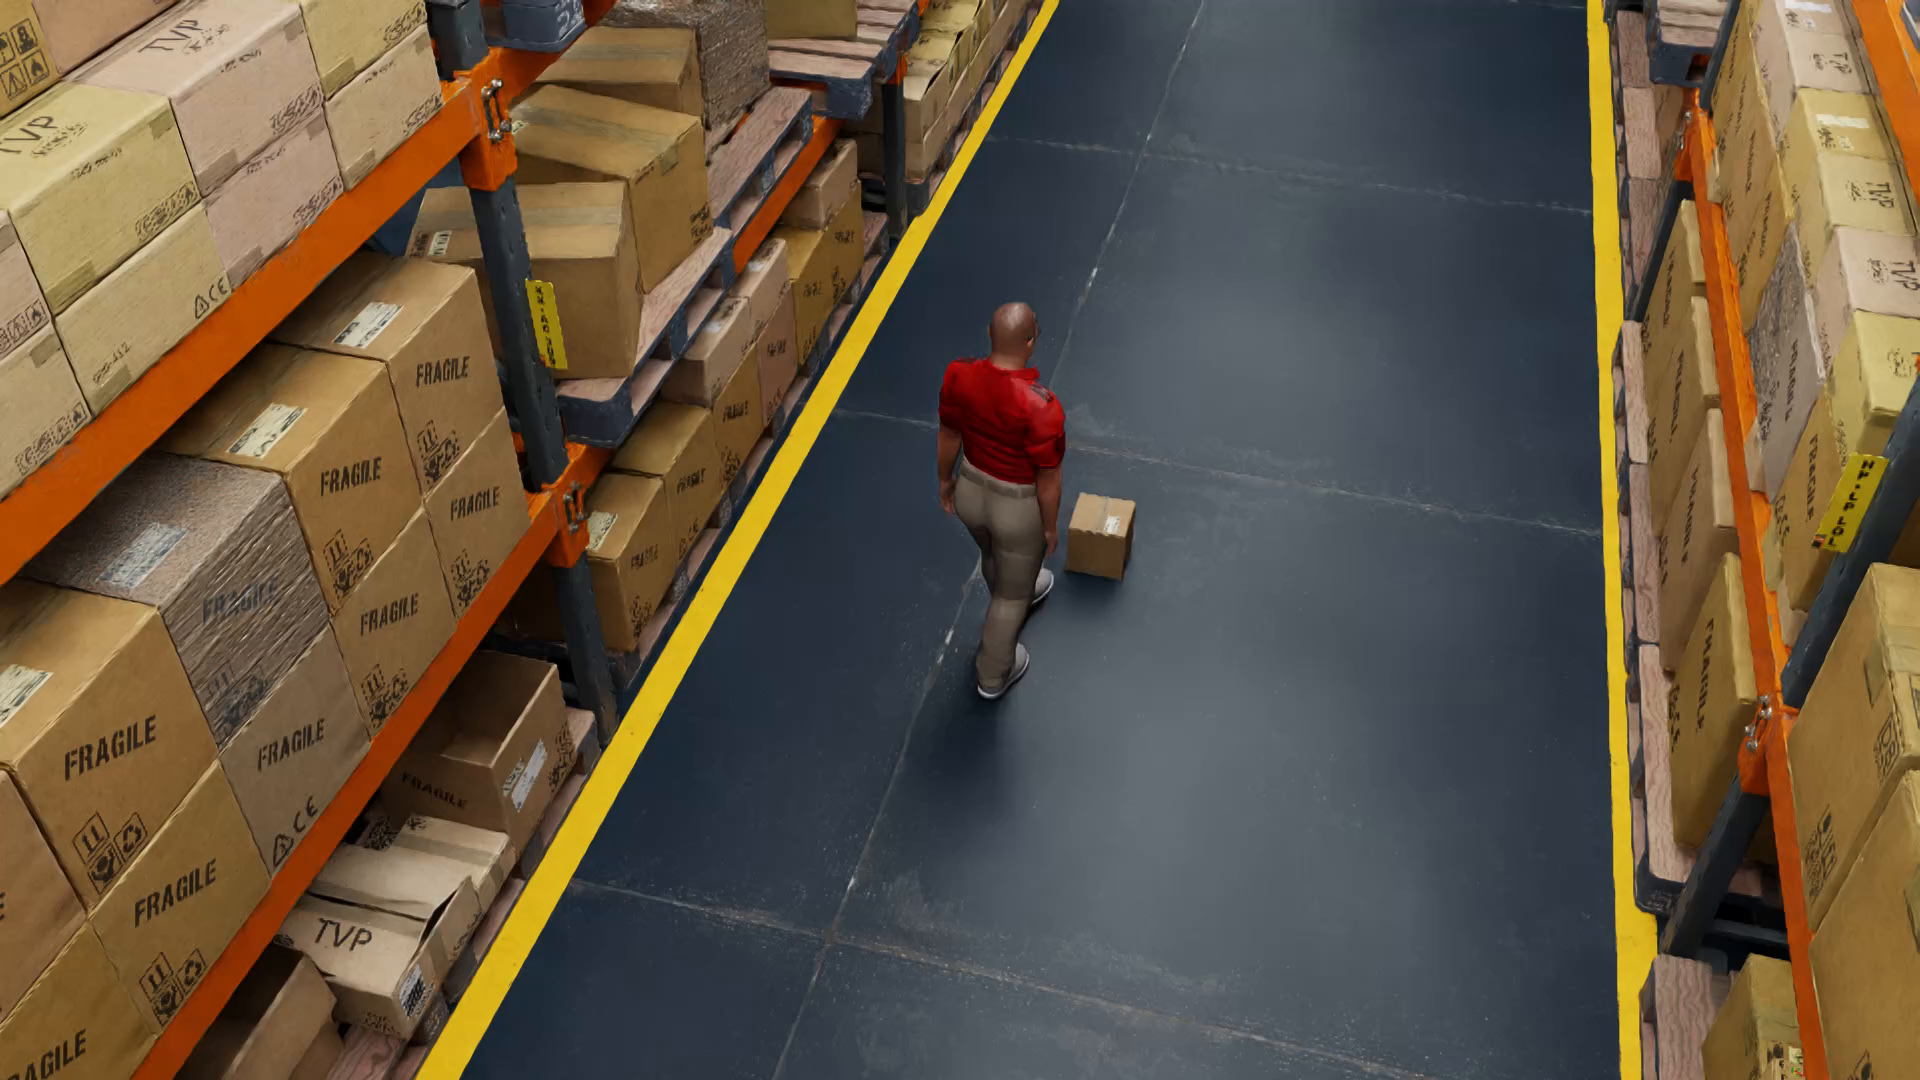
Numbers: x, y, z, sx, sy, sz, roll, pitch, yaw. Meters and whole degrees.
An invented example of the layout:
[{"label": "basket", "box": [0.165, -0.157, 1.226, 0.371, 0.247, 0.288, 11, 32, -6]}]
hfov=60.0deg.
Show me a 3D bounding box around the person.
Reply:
[{"label": "person", "box": [0.246, -0.223, 6.421, 0.546, 1.716, 0.726, 27, 48, 28]}]
